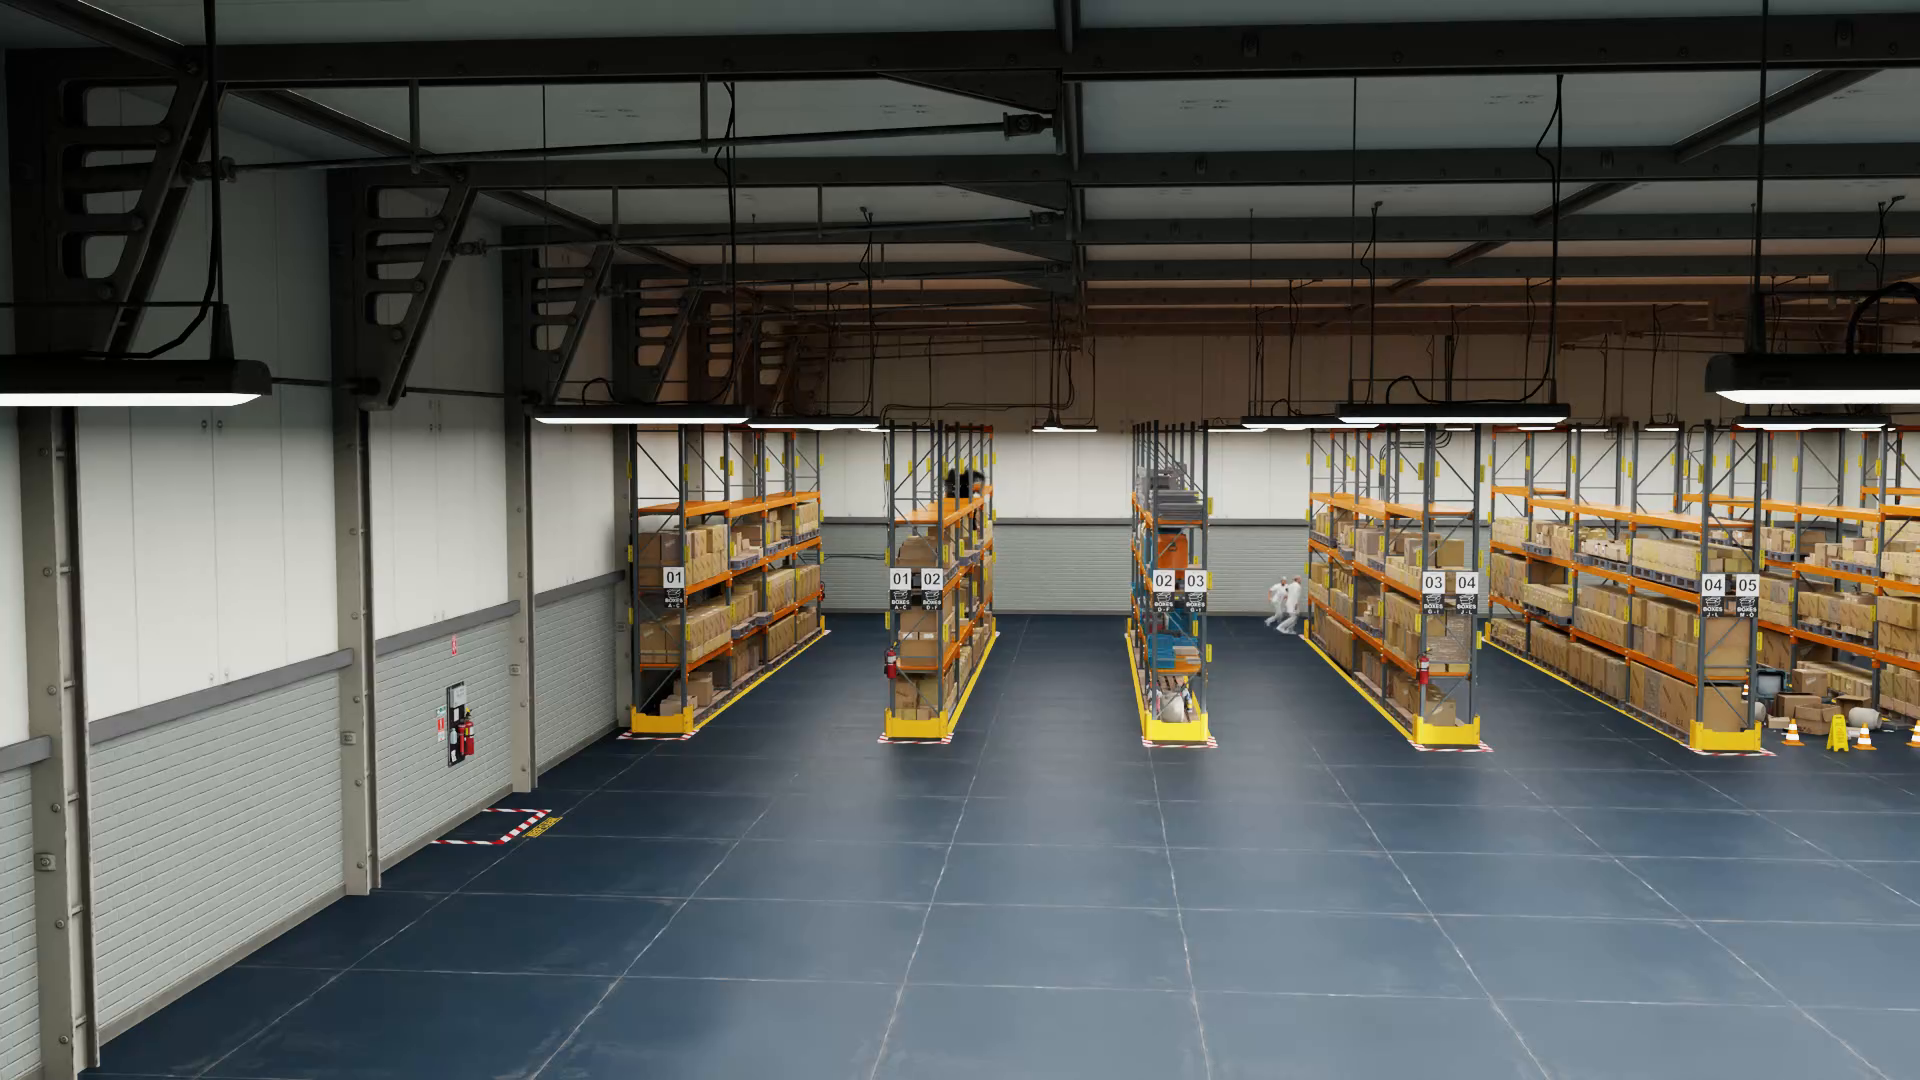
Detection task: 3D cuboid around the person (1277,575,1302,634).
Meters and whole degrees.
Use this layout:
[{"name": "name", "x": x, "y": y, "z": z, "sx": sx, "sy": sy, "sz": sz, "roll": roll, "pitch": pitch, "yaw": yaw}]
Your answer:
[{"name": "person", "x": 9.439, "y": 1.861, "z": 47.746, "sx": 0.770, "sy": 1.719, "sz": 0.744, "roll": 0, "pitch": 4, "yaw": -7}]

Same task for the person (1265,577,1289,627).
[{"name": "person", "x": 9.345, "y": 1.864, "z": 48.905, "sx": 0.713, "sy": 1.604, "sz": 0.653, "roll": -2, "pitch": 4, "yaw": -29}]

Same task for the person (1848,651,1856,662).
[{"name": "person", "x": 21.989, "y": 2.204, "z": 41.490, "sx": 0.680, "sy": 1.764, "sz": 0.957, "roll": 0, "pitch": 4, "yaw": -5}]
